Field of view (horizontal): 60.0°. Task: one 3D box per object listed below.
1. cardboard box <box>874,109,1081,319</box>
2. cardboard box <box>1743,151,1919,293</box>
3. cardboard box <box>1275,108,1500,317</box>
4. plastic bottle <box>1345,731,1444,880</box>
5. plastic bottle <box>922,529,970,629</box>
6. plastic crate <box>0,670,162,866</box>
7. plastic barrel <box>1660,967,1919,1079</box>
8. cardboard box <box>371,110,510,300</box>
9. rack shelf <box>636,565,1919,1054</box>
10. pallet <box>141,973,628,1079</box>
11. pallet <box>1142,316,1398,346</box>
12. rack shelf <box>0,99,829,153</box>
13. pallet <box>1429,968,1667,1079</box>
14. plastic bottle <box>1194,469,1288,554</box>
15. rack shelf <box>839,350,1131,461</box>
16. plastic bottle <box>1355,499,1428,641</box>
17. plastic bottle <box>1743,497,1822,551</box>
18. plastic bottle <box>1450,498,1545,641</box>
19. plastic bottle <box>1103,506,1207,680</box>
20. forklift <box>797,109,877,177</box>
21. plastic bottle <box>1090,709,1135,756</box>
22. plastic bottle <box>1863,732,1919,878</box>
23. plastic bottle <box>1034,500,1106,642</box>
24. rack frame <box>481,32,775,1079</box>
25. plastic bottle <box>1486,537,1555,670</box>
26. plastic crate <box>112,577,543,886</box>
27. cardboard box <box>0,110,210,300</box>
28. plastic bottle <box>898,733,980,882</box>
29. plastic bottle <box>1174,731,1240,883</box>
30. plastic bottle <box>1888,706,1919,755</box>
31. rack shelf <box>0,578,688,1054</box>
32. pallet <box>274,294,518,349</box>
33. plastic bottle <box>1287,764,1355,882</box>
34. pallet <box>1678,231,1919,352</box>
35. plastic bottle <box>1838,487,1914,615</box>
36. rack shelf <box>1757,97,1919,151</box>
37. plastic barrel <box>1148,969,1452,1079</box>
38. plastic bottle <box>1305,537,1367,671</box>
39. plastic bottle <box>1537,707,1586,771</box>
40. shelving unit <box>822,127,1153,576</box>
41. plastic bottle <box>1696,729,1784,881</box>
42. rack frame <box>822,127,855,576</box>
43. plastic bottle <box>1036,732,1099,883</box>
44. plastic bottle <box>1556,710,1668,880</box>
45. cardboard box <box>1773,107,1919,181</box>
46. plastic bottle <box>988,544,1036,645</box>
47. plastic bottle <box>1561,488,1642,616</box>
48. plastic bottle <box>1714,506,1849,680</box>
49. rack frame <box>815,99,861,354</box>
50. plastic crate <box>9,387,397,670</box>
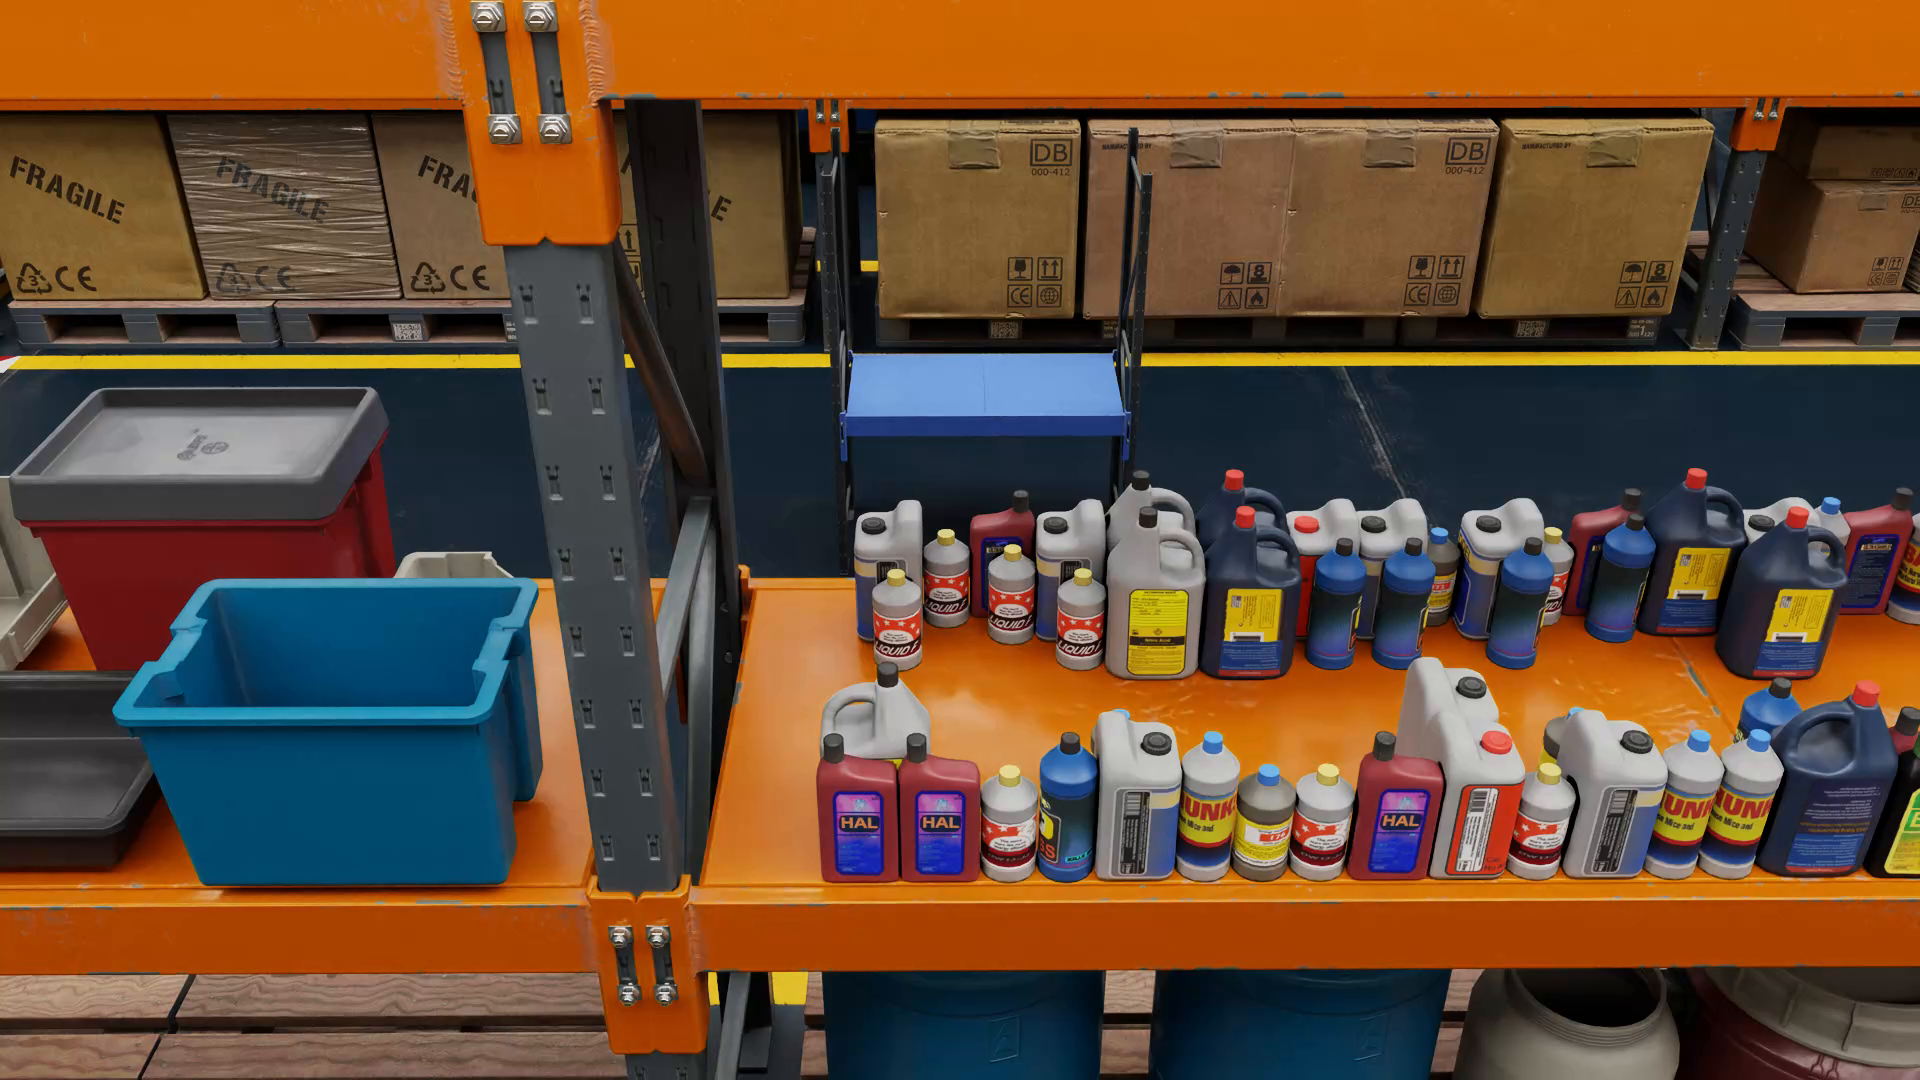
[{"bbox_3d":[0.074,-1.682,7.773,0.875,0.875,1.225,0,31,0],"label":"cardboard box"},{"bbox_3d":[4.104,-1.542,7.886,0.500,0.500,0.700,-2,31,-3],"label":"cardboard box"},{"bbox_3d":[1.852,-1.692,7.790,0.875,0.875,1.225,0,31,0],"label":"cardboard box"},{"bbox_3d":[0.721,0.438,2.748,0.133,0.283,0.061,0,31,0],"label":"plastic bottle"},{"bbox_3d":[-0.028,0.073,3.430,0.097,0.201,0.097,0,31,0],"label":"plastic bottle"},{"bbox_3d":[-1.654,0.406,2.897,0.590,0.125,0.437,0,31,0],"label":"plastic crate"},{"bbox_3d":[1.845,1.024,3.591,0.708,0.588,0.600,0,31,0],"label":"plastic barrel"},{"bbox_3d":[-2.127,-1.706,7.813,0.875,0.875,0.875,0,31,0],"label":"cardboard box"},{"bbox_3d":[1.464,0.472,3.273,4.000,0.370,1.077,0,31,0],"label":"rack shelf"},{"bbox_3d":[-1.271,1.386,3.763,1.213,0.211,1.003,0,31,0],"label":"pallet"},{"bbox_3d":[1.428,-1.253,8.111,1.213,0.211,1.003,0,31,0],"label":"pallet"},{"bbox_3d":[-2.566,-2.084,7.487,4.000,0.370,1.077,0,31,0],"label":"rack shelf"},{"bbox_3d":[1.459,1.377,3.777,1.213,0.211,1.003,0,31,0],"label":"pallet"},{"bbox_3d":[0.566,0.019,3.374,0.185,0.351,0.144,0,31,0],"label":"plastic bottle"},{"bbox_3d":[0.085,-0.488,5.955,1.000,0.185,0.538,0,31,0],"label":"rack shelf"},{"bbox_3d":[0.860,0.052,3.392,0.135,0.276,0.152,0,31,0],"label":"plastic bottle"},{"bbox_3d":[1.642,0.050,3.396,0.135,0.276,0.152,0,31,0],"label":"plastic bottle"},{"bbox_3d":[1.092,0.051,3.393,0.135,0.276,0.152,0,31,0],"label":"plastic bottle"},{"bbox_3d":[0.382,0.094,3.250,0.185,0.351,0.144,0,31,0],"label":"plastic bottle"},{"bbox_3d":[0.319,-3.609,9.373,3.031,2.935,1.130,0,31,-1],"label":"forklift"},{"bbox_3d":[0.275,0.386,2.913,0.097,0.201,0.097,0,31,0],"label":"plastic bottle"},{"bbox_3d":[1.601,0.436,2.753,0.133,0.283,0.061,0,31,0],"label":"plastic bottle"},{"bbox_3d":[0.221,0.054,3.389,0.135,0.276,0.152,0,31,0],"label":"plastic bottle"},{"bbox_3d":[-0.536,0.171,3.076,0.127,3.000,1.000,0,31,0],"label":"rack frame"},{"bbox_3d":[1.111,0.118,3.288,0.097,0.271,0.097,0,31,0],"label":"plastic bottle"},{"bbox_3d":[-1.001,0.331,2.771,0.575,0.384,0.392,0,31,0],"label":"plastic crate"},{"bbox_3d":[-3.927,-1.700,7.804,0.875,0.875,0.875,0,31,0],"label":"cardboard box"},{"bbox_3d":[-0.034,0.441,2.744,0.133,0.283,0.061,0,31,0],"label":"plastic bottle"},{"bbox_3d":[0.411,0.435,2.765,0.097,0.271,0.097,0,31,0],"label":"plastic bottle"},{"bbox_3d":[1.600,0.404,2.805,0.133,0.283,0.061,0,31,0],"label":"plastic bottle"},{"bbox_3d":[-2.536,0.485,3.253,4.000,0.370,1.077,0,31,0],"label":"rack shelf"},{"bbox_3d":[-2.550,-1.239,8.088,1.213,0.211,1.003,0,31,0],"label":"pallet"},{"bbox_3d":[0.606,0.464,2.785,0.097,0.201,0.097,0,31,0],"label":"plastic bottle"},{"bbox_3d":[4.215,-1.220,8.057,1.213,0.211,1.003,0,31,0],"label":"pallet"},{"bbox_3d":[1.873,0.022,3.434,0.133,0.283,0.061,0,31,0],"label":"plastic bottle"},{"bbox_3d":[5.434,-2.109,7.528,4.000,0.370,1.077,0,31,0],"label":"rack shelf"},{"bbox_3d":[0.716,0.894,3.504,0.708,0.901,0.600,0,31,0],"label":"plastic barrel"},{"bbox_3d":[0.745,0.119,3.286,0.097,0.271,0.097,0,31,0],"label":"plastic bottle"},{"bbox_3d":[1.067,0.384,2.917,0.097,0.201,0.097,0,31,0],"label":"plastic bottle"},{"bbox_3d":[0.085,-0.641,5.861,1.048,1.500,0.538,0,31,0],"label":"shelving unit"},{"bbox_3d":[1.300,0.432,2.770,0.097,0.271,0.097,0,31,0],"label":"plastic bottle"},{"bbox_3d":[-0.423,-0.640,5.859,0.032,1.500,0.500,0,31,0],"label":"rack frame"},{"bbox_3d":[0.179,0.436,2.764,0.097,0.271,0.097,0,31,0],"label":"plastic bottle"},{"bbox_3d":[1.087,0.417,2.791,0.135,0.276,0.152,0,31,0],"label":"plastic bottle"},{"bbox_3d":[4.104,-1.868,7.700,0.500,0.250,0.500,1,31,2],"label":"cardboard box"},{"bbox_3d":[0.105,0.104,3.379,0.097,0.201,0.097,0,31,0],"label":"plastic bottle"},{"bbox_3d":[1.323,0.024,3.431,0.133,0.283,0.061,0,31,0],"label":"plastic bottle"},{"bbox_3d":[1.618,0.095,3.250,0.185,0.351,0.144,0,31,0],"label":"plastic bottle"},{"bbox_3d":[-0.566,-2.398,7.311,0.127,3.000,1.000,0,31,0],"label":"rack frame"},{"bbox_3d":[-1.431,-0.009,3.254,0.583,0.464,0.402,0,31,0],"label":"plastic crate"}]
